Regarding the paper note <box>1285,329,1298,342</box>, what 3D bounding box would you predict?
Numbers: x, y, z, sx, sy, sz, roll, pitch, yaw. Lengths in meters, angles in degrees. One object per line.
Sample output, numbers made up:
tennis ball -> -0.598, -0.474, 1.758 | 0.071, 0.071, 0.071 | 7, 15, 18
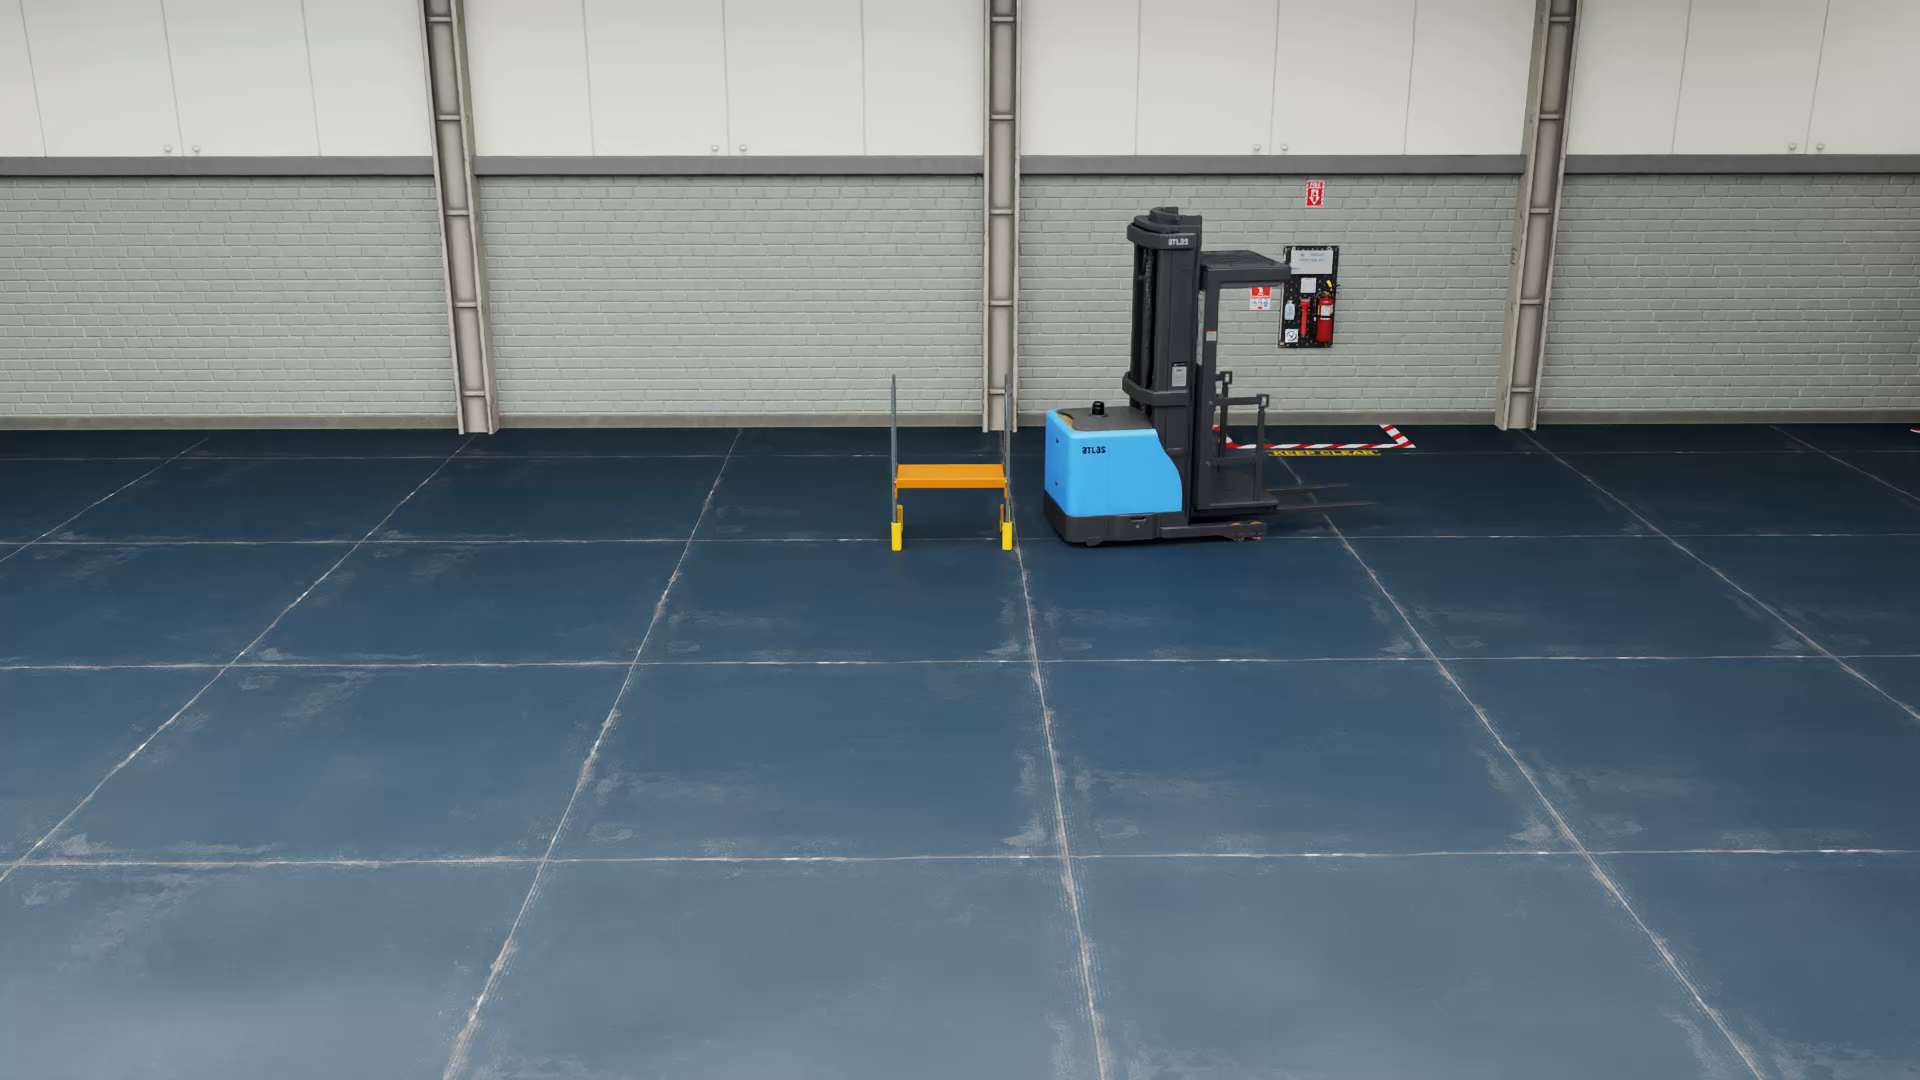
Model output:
paper note -> 3.808, -2.346, 19.096 | 0.142, 0.148, 0.016 | 0, 18, -1

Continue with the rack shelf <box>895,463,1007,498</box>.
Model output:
rack shelf -> -0.085, -0.542, 15.075 | 1.000, 0.185, 0.538 | 0, 18, -1

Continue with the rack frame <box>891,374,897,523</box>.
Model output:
rack frame -> -0.594, -0.711, 15.012 | 0.032, 1.500, 0.500 | 0, 18, -1

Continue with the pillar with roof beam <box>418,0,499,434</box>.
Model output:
pillar with roof beam -> -5.473, -4.230, 13.703 | 0.400, 9.000, 9.100 | 0, 18, -1

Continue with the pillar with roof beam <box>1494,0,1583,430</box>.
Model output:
pillar with roof beam -> 6.526, -4.288, 13.884 | 0.400, 9.000, 9.100 | 0, 18, -1

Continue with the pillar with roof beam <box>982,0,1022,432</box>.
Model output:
pillar with roof beam -> 0.527, -4.259, 13.793 | 0.400, 9.000, 9.100 | 0, 18, -1

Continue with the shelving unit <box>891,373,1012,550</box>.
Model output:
shelving unit -> -0.076, -0.714, 15.020 | 1.083, 1.500, 0.587 | 0, 18, -1

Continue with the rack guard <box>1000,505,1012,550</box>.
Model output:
rack guard -> 0.422, -0.121, 15.218 | 0.087, 0.250, 0.587 | 0, 18, -1

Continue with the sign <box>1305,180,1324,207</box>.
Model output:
sign -> 3.977, -3.880, 18.639 | 0.199, 0.298, 0.001 | 0, 18, -1

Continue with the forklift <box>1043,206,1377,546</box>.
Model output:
forklift -> 2.358, -1.541, 15.256 | 3.031, 2.935, 1.130 | -3, 18, -10

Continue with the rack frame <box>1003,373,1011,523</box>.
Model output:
rack frame -> 0.423, -0.716, 15.027 | 0.032, 1.500, 0.500 | 0, 18, -1

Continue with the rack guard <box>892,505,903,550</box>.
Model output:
rack guard -> -0.574, -0.116, 15.203 | 0.087, 0.250, 0.587 | 0, 18, -1

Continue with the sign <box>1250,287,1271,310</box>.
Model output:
sign -> 3.432, -2.791, 18.982 | 0.234, 0.329, 0.001 | 0, 18, -1

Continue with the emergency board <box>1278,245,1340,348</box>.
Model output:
emergency board -> 3.986, -2.746, 18.898 | 0.643, 1.169, 0.194 | 0, 18, -1
